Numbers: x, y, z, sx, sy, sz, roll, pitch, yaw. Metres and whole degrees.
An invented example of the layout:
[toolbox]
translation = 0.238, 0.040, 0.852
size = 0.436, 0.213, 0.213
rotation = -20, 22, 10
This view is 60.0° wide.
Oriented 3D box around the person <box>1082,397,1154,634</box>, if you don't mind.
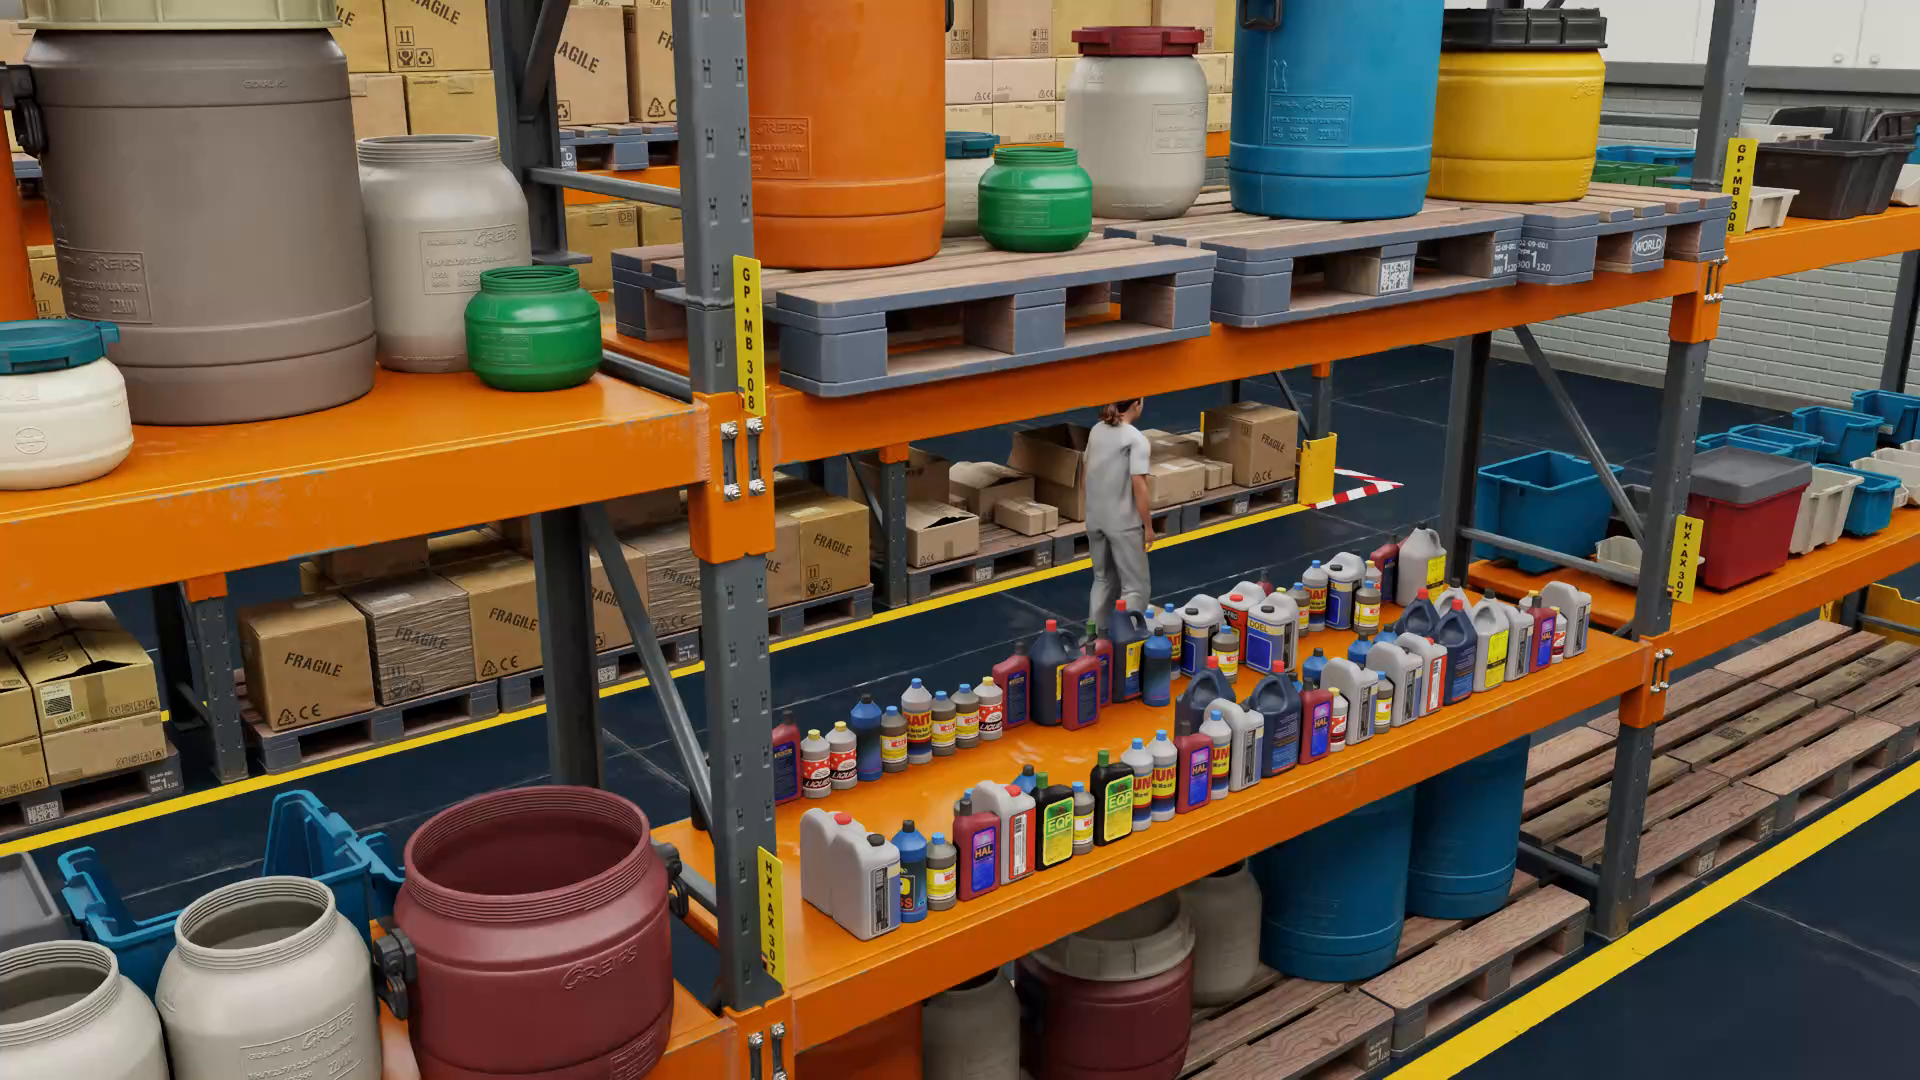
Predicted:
[person]
translation = 0.892, -0.086, 9.326
size = 0.358, 1.671, 0.498
rotation = -15, 23, -39
